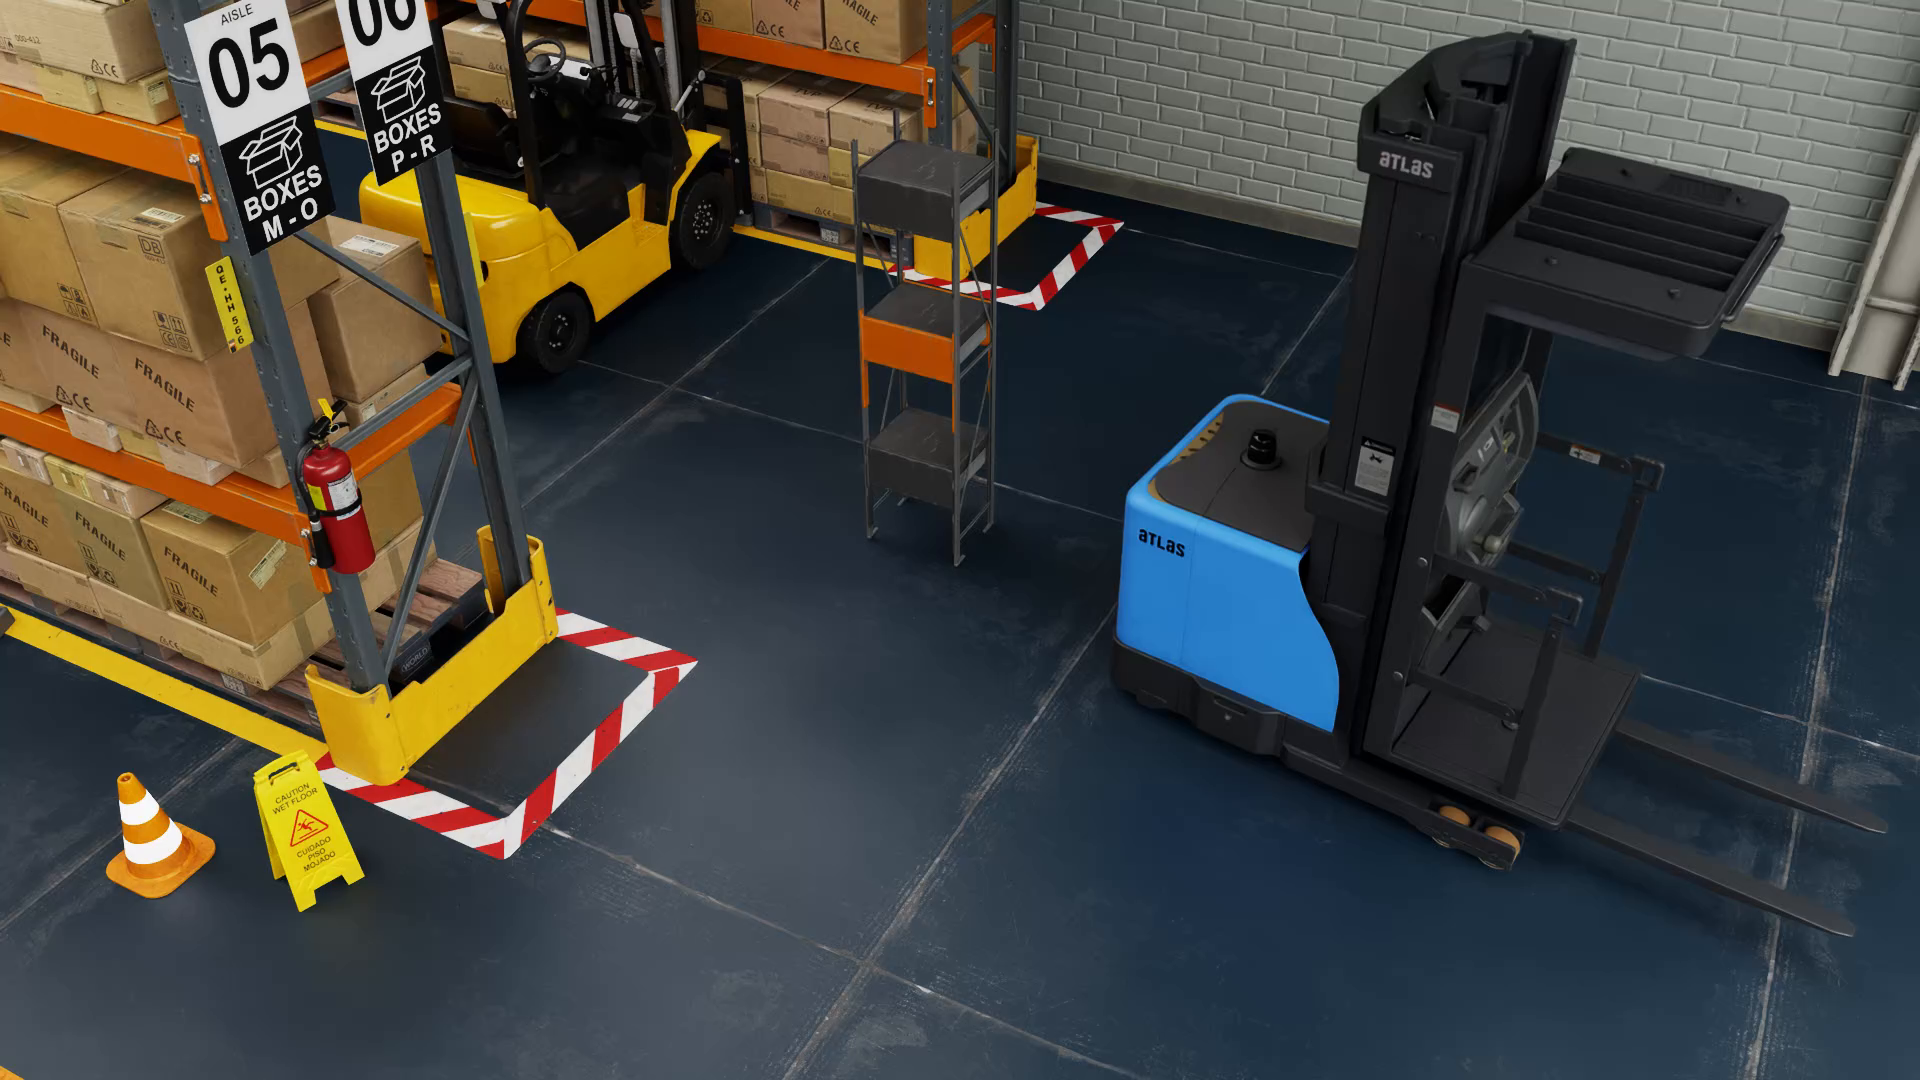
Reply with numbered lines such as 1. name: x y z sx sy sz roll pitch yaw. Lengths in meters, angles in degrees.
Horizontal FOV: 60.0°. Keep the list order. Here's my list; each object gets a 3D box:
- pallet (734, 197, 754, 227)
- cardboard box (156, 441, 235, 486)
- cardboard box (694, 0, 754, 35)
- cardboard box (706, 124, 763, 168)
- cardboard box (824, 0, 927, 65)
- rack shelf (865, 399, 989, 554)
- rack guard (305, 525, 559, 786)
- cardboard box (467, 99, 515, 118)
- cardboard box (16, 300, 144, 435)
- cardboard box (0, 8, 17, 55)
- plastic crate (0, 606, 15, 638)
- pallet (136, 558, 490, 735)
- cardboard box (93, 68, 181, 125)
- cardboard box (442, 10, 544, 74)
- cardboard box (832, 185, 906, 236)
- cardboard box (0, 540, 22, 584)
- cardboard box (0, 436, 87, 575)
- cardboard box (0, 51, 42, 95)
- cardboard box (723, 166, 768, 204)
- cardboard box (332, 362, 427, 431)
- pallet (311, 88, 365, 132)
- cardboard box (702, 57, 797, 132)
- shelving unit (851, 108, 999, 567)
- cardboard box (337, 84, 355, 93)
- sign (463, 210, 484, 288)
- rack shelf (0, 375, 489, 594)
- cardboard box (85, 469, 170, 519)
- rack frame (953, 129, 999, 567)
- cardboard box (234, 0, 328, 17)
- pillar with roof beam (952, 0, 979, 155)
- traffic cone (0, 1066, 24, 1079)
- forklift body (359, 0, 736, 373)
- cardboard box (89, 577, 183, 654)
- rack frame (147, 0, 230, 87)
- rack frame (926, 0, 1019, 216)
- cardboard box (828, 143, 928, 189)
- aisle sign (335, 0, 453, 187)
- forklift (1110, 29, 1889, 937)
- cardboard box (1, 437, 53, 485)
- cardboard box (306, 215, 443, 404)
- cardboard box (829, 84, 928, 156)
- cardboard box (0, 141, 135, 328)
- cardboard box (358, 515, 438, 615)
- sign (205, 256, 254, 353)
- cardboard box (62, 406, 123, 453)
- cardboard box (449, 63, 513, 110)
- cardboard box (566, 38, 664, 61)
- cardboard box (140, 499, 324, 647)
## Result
1. pallet: -1.689 -2.583 11.497 1.213 0.211 1.003 17 41 21
2. cardboard box: -2.897 -0.397 6.520 0.250 0.149 0.380 17 40 21
3. cardboard box: -1.381 -3.490 10.304 0.500 0.500 0.500 17 40 21
4. cardboard box: -1.396 -2.679 10.832 0.500 0.250 0.500 16 40 20
5. cardboard box: -0.469 -3.199 9.920 0.500 0.500 0.500 16 40 21
6. rack shelf: -0.147 -0.314 8.127 0.480 0.518 0.431 17 41 21
7. rack guard: -2.258 0.477 7.227 0.348 0.500 1.175 17 41 21
8. cardboard box: -3.186 -3.035 11.714 0.500 0.250 0.500 18 41 22
9. cardboard box: -3.242 -0.800 6.514 0.500 0.500 0.500 17 41 22
10. cardboard box: -3.209 -1.896 5.684 0.500 0.250 0.500 17 40 21
11. plastic crate: -4.726 0.430 7.637 0.583 0.080 0.402 4 37 6
12. pallet: -2.963 0.347 7.637 1.213 0.211 1.003 17 41 21
13. cardboard box: -2.636 -1.541 5.546 0.250 0.149 0.380 18 41 22
14. cardboard box: -3.178 -3.443 11.424 0.500 0.250 0.500 17 40 21
15. cardboard box: -0.474 -2.196 10.609 0.500 0.250 0.500 18 41 22
16. cardboard box: -4.391 -0.084 7.826 0.500 0.250 0.500 17 40 21
17. cardboard box: -3.932 -0.238 7.409 0.500 0.500 0.500 16 40 20
18. cardboard box: -3.092 -1.685 5.735 0.250 0.149 0.380 19 41 23
19. cardboard box: -1.351 -2.484 10.987 0.500 0.250 0.500 18 41 22
20. cardboard box: -2.397 -0.603 6.791 0.250 0.149 0.380 18 41 22
21. pallet: -4.135 -3.349 12.507 1.213 0.211 1.003 17 41 21
22. cardboard box: -1.372 -2.868 10.667 0.500 0.250 0.500 18 41 22
23. shelving unit: -0.147 -0.882 7.696 0.503 2.100 0.431 17 41 21
24. cardboard box: -4.617 -3.856 12.485 0.625 0.625 0.875 17 40 21
25. sign: -1.941 -1.133 6.566 0.005 0.325 0.100 17 41 21
26. rack shelf: -3.967 -0.767 7.394 4.000 0.370 1.077 17 41 21
27. cardboard box: -3.379 -0.275 6.921 0.250 0.149 0.380 19 41 23
28. rack frame: 0.070 -0.815 7.606 0.015 2.100 0.400 17 41 21
29. cardboard box: -2.515 -2.034 5.865 0.500 0.250 0.500 17 40 21
30. pillar with roof beam: -2.095 -3.919 5.990 0.400 9.000 9.100 17 41 21
31. traffic cone: -3.374 1.777 5.546 0.334 0.463 0.336 17 41 21
32. forklift body: -2.434 -2.373 9.617 1.214 2.155 2.313 17 41 21
33. cardboard box: -3.488 0.202 7.449 0.500 0.250 0.500 18 41 22
34. rack frame: -2.191 -2.887 4.630 0.127 3.000 1.000 17 41 21
35. rack frame: 0.089 -3.163 9.956 0.127 3.000 1.000 17 41 21
36. cardboard box: -0.487 -2.402 10.466 0.500 0.250 0.500 17 40 21
37. aisle sign: -1.993 -1.682 5.854 0.004 0.787 0.394 17 41 21
38. forklift: 2.166 -0.239 6.160 3.031 2.935 1.130 23 43 27
39. cardboard box: -3.834 -0.421 7.113 0.250 0.149 0.380 19 41 23
40. cardboard box: -2.484 -0.936 6.693 0.500 0.500 0.500 17 40 21
41. cardboard box: -0.464 -2.594 10.306 0.500 0.250 0.500 19 41 23
42. cardboard box: -3.191 -1.223 6.245 0.500 0.500 0.700 18 41 22
43. cardboard box: -2.780 0.058 7.639 0.500 0.250 0.500 17 40 21
44. sign: -2.464 -0.792 5.613 0.005 0.325 0.100 17 41 21
45. cardboard box: -3.357 -0.535 6.702 0.250 0.149 0.380 18 41 22
46. cardboard box: -3.176 -3.246 11.579 0.500 0.250 0.500 17 40 21
47. cardboard box: -2.281 -3.163 11.056 0.500 0.250 0.500 19 41 23
48. cardboard box: -3.022 0.049 7.030 0.500 0.500 0.500 18 41 22
